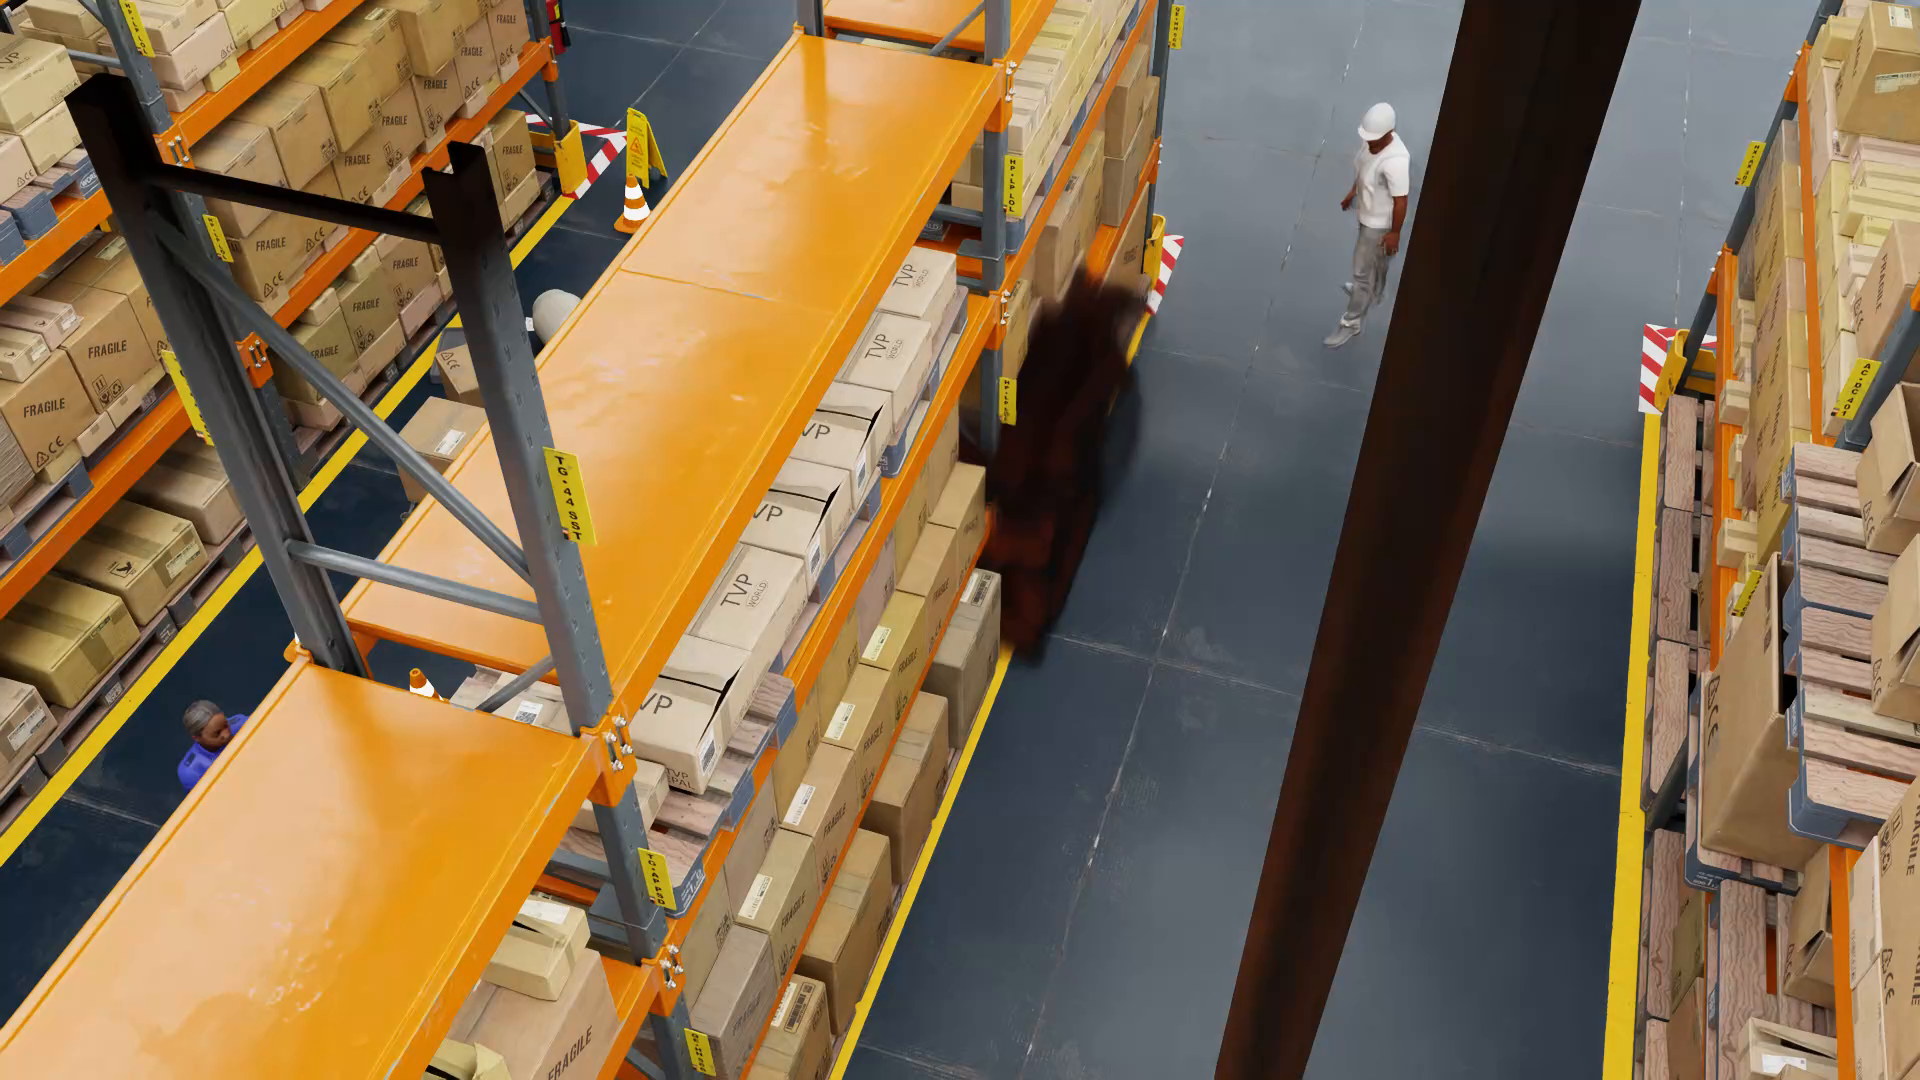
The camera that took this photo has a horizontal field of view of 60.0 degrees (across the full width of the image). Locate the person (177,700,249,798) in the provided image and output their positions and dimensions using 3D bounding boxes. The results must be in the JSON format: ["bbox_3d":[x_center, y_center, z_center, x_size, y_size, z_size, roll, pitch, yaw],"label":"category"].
[{"bbox_3d":[-3.498,1.341,8.257,0.321,1.674,0.550,27,52,24],"label":"person"}]

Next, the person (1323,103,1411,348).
[{"bbox_3d":[2.915,-2.269,11.734,0.485,1.815,0.706,2,46,2],"label":"person"}]
